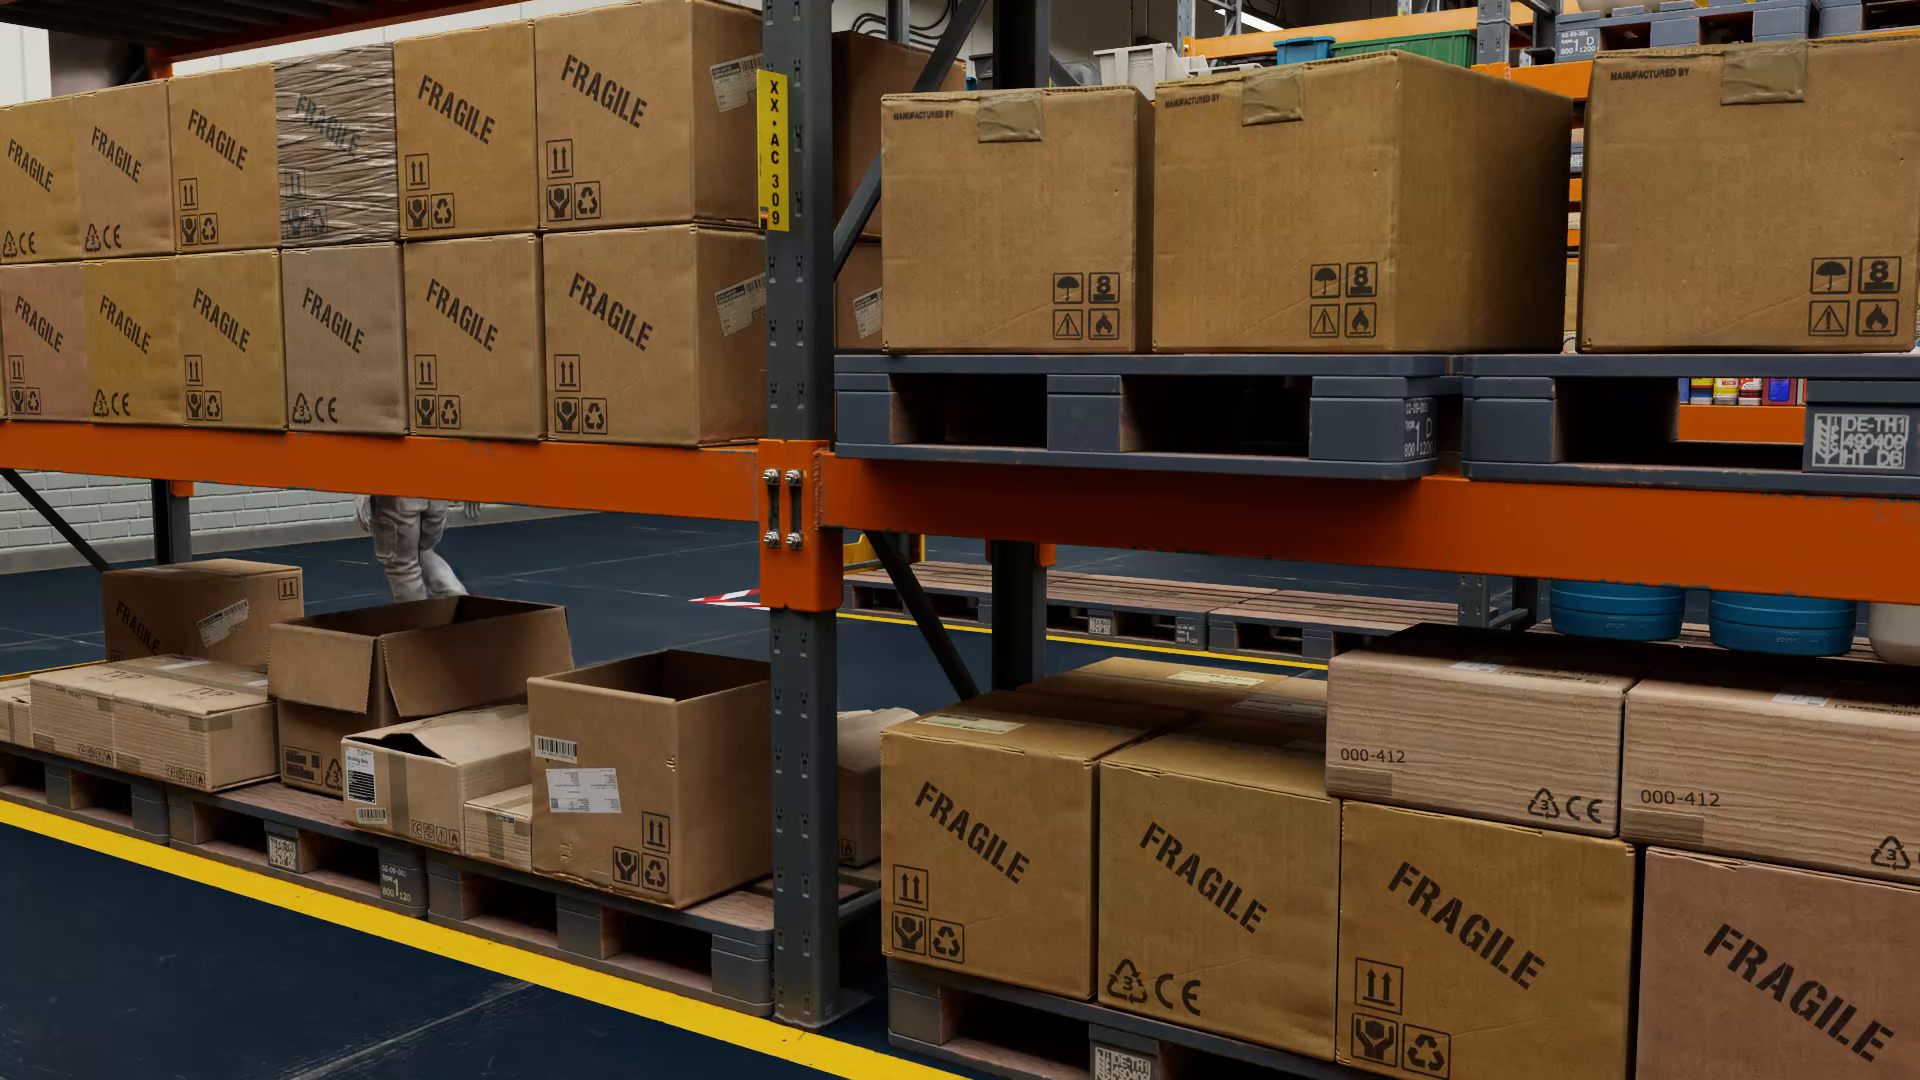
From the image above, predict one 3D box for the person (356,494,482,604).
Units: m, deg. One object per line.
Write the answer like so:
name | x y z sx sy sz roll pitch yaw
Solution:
person | -2.538 -0.243 7.665 0.460 1.773 0.623 4 7 33
